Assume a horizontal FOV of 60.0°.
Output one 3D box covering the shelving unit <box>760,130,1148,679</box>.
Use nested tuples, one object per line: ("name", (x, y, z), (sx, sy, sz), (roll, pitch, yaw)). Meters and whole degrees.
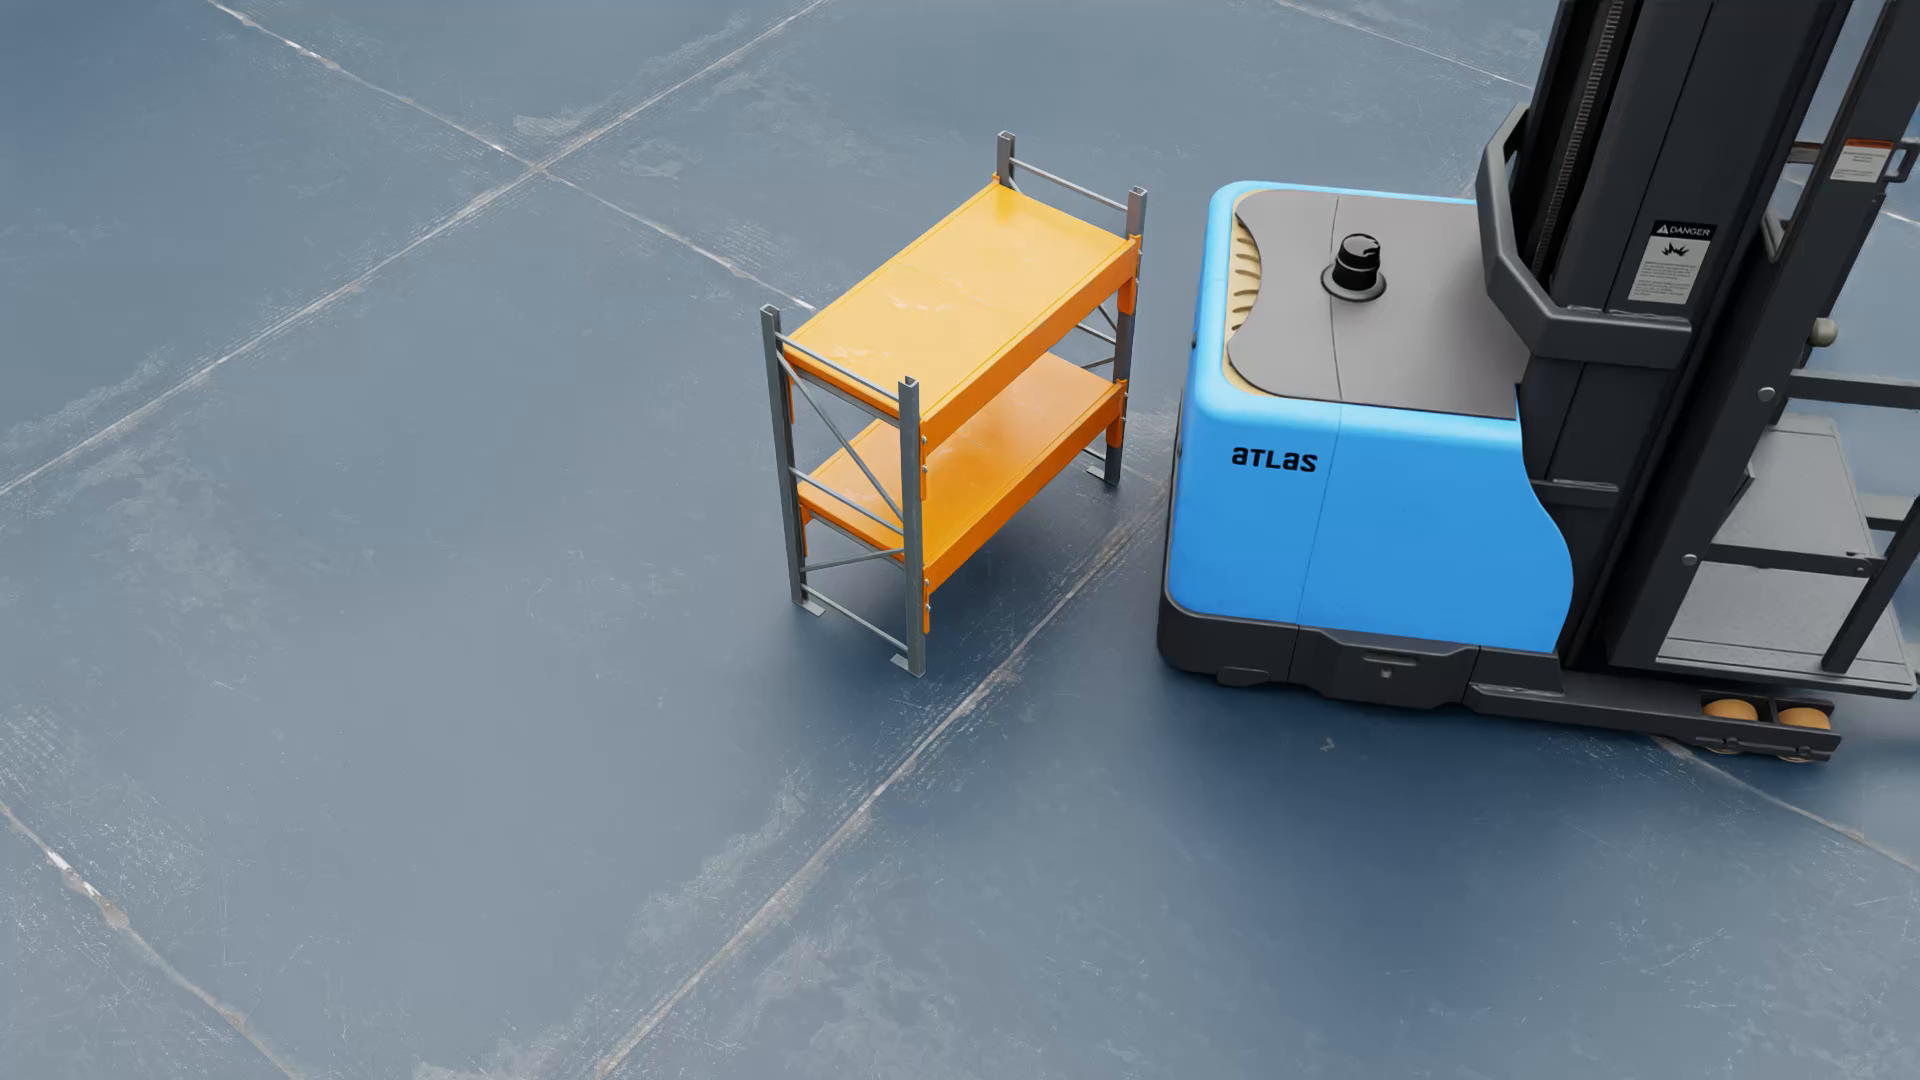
("shelving unit", (0.004, -0.392, 4.847), (0.538, 1.125, 1.048), (29, 53, 25))

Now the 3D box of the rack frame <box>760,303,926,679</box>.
("rack frame", (-0.307, -0.102, 4.569), (0.500, 1.125, 0.032), (29, 53, 25))

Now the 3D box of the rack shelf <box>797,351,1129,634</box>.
("rack shelf", (0.004, -0.224, 5.024), (0.538, 0.278, 1.000), (29, 53, 25))

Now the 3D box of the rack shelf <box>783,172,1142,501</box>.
("rack shelf", (0.004, -0.595, 4.635), (0.538, 0.278, 1.000), (29, 53, 25))

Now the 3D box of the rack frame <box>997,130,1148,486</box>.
("rack frame", (0.315, -0.683, 5.125), (0.500, 1.125, 0.032), (29, 53, 25))

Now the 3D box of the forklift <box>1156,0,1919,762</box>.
("forklift", (2.136, -0.805, 3.992), (3.031, 2.935, 1.130), (6, 47, 6))
